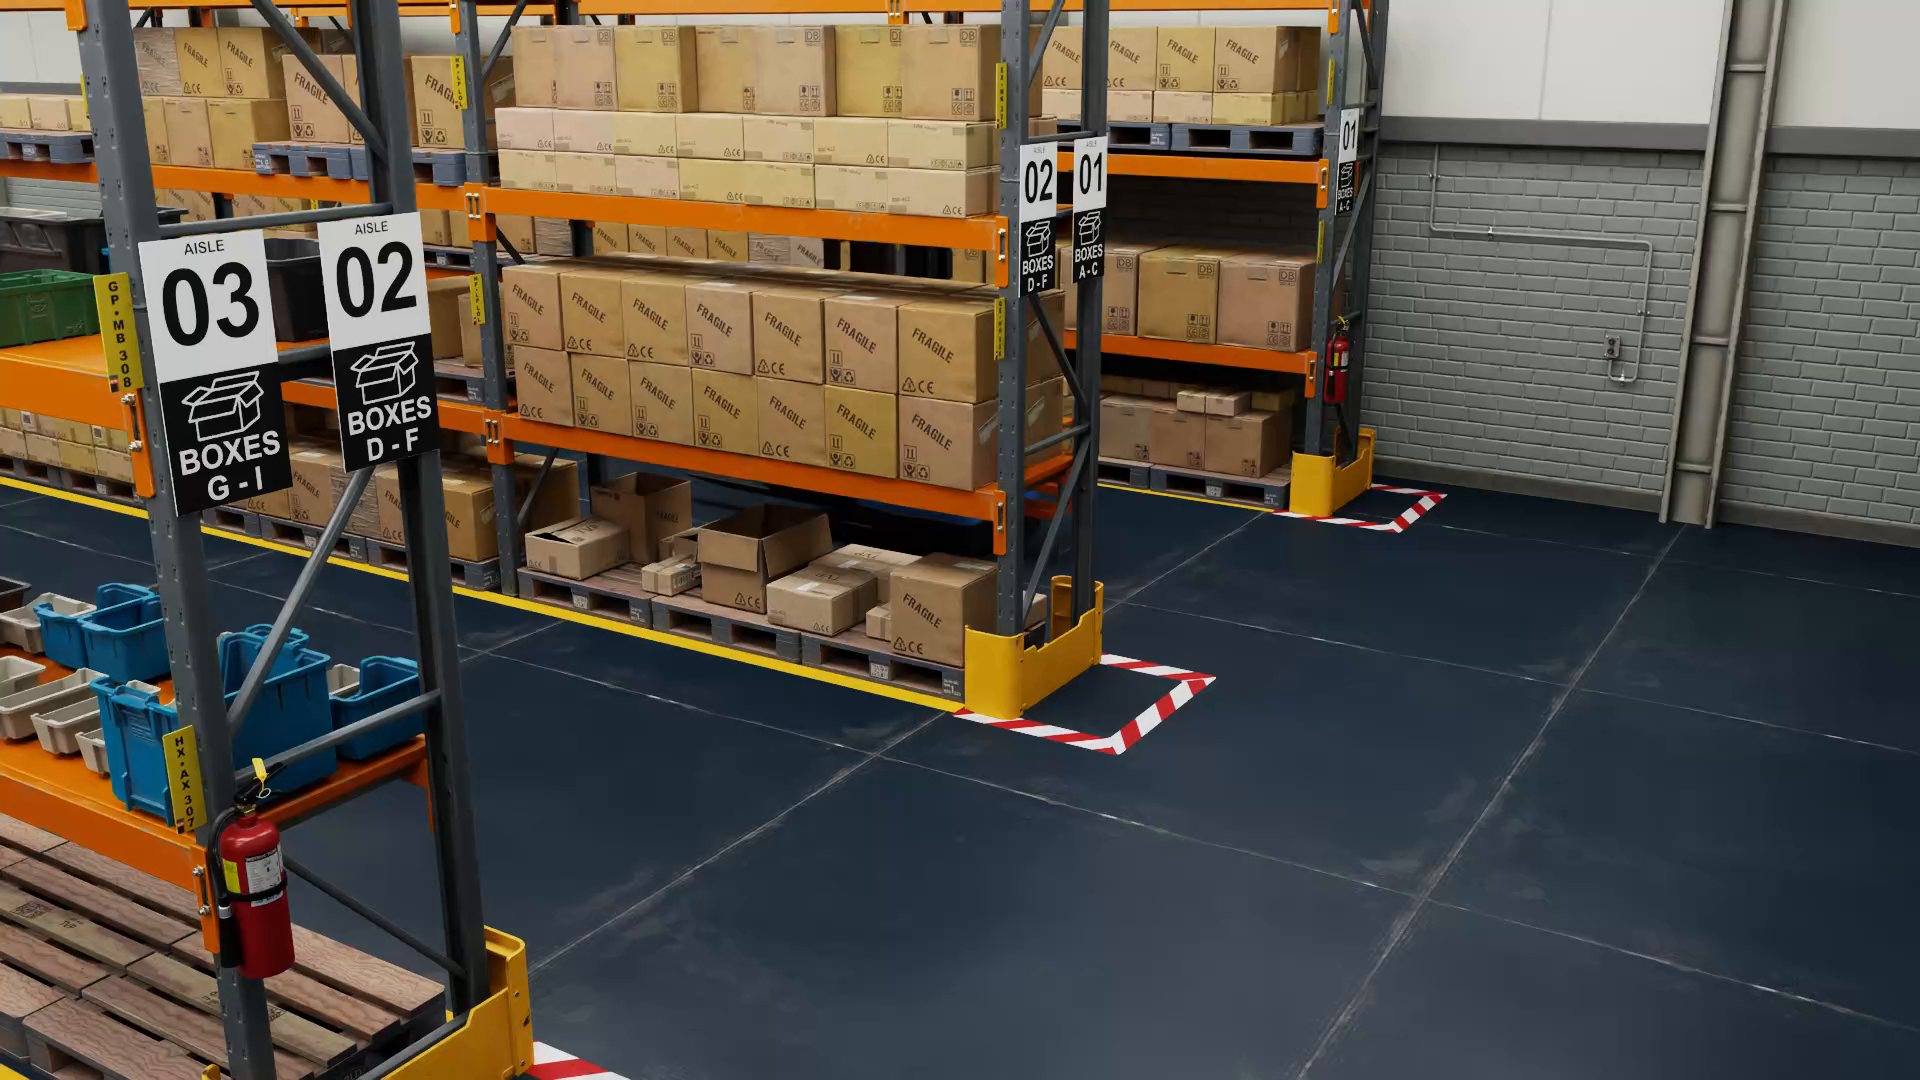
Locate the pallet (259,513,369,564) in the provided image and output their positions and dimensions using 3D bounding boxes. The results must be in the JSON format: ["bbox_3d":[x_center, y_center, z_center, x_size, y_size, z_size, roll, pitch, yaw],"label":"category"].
[{"bbox_3d":[-4.645,-0.132,12.954,1.213,0.211,1.003,10,20,30],"label":"pallet"}]

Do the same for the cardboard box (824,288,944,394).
[{"bbox_3d":[-0.434,-1.161,9.650,0.500,0.500,0.500,11,20,32],"label":"cardboard box"}]

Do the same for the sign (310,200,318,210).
[{"bbox_3d":[-7.393,-3.890,19.037,0.005,0.325,0.100,10,20,30],"label":"sign"}]

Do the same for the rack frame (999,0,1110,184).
[{"bbox_3d":[0.520,-3.429,8.687,0.127,3.000,1.000,10,20,30],"label":"rack frame"}]

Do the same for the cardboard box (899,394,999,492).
[{"bbox_3d":[-0.004,-0.607,9.547,0.500,0.500,0.500,11,20,32],"label":"cardboard box"}]

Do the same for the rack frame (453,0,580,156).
[{"bbox_3d":[-2.888,-4.037,10.690,0.127,3.000,1.000,10,20,30],"label":"rack frame"}]

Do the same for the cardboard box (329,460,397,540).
[{"bbox_3d":[-4.302,-0.339,12.381,0.500,0.500,0.500,10,20,31],"label":"cardboard box"}]

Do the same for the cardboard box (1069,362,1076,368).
[{"bbox_3d":[0.940,-1.522,15.194,0.250,0.149,0.380,9,19,28],"label":"cardboard box"}]

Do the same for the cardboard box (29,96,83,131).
[{"bbox_3d":[-7.169,-3.470,13.519,0.500,0.250,0.500,11,20,32],"label":"cardboard box"}]

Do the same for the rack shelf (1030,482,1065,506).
[{"bbox_3d":[0.590,-0.390,12.333,0.480,0.148,0.258,11,20,33],"label":"rack shelf"}]

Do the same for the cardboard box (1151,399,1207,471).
[{"bbox_3d":[2.034,-0.949,14.422,0.500,0.500,0.700,10,20,30],"label":"cardboard box"}]

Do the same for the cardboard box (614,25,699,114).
[{"bbox_3d":[-1.673,-2.878,10.143,0.500,0.500,0.700,10,20,30],"label":"cardboard box"}]

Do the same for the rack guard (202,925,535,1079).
[{"bbox_3d":[-2.048,1.864,5.884,0.348,0.500,1.175,10,20,30],"label":"rack guard"}]

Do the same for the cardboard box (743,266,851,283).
[{"bbox_3d":[-1.026,-1.450,10.600,0.500,0.500,0.500,10,20,30],"label":"cardboard box"}]

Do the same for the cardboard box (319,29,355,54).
[{"bbox_3d":[-7.384,-5.728,19.489,0.500,0.500,0.500,11,20,31],"label":"cardboard box"}]

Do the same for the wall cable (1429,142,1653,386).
[{"bbox_3d":[4.696,-2.312,13.582,1.851,1.984,0.084,10,20,30],"label":"wall cable"}]

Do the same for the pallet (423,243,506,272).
[{"bbox_3d":[-5.416,-3.202,18.592,1.213,0.211,1.003,10,20,30],"label":"pallet"}]

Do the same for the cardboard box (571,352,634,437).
[{"bbox_3d":[-2.158,-0.993,10.816,0.500,0.500,0.500,11,20,31],"label":"cardboard box"}]

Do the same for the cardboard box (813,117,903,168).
[{"bbox_3d":[-0.477,-2.252,9.372,0.500,0.250,0.500,10,20,30],"label":"cardboard box"}]

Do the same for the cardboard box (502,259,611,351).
[{"bbox_3d":[-2.634,-1.552,10.937,0.500,0.500,0.500,11,20,31],"label":"cardboard box"}]

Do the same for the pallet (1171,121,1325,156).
[{"bbox_3d":[2.472,-3.289,13.540,1.213,0.211,1.003,10,20,30],"label":"pallet"}]

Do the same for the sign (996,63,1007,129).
[{"bbox_3d":[0.213,-2.283,8.552,0.005,0.325,0.100,10,20,30],"label":"sign"}]

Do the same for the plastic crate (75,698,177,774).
[{"bbox_3d":[-2.865,0.686,5.813,0.243,0.136,0.396,10,20,30],"label":"plastic crate"}]

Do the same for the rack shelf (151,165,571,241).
[{"bbox_3d":[-4.592,-2.562,12.232,4.000,0.370,1.077,10,20,30],"label":"rack shelf"}]

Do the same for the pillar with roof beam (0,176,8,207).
[{"bbox_3d":[-16.841,-7.044,20.589,0.400,9.000,9.100,10,20,30],"label":"pillar with roof beam"}]

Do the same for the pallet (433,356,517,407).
[{"bbox_3d":[-3.512,-1.224,12.079,1.213,0.211,1.003,10,20,30],"label":"pallet"}]

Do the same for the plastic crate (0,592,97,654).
[{"bbox_3d":[-3.842,0.347,6.928,0.466,0.136,0.293,10,20,30],"label":"plastic crate"}]

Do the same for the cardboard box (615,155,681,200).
[{"bbox_3d":[-1.754,-2.242,10.198,0.500,0.250,0.500,10,20,30],"label":"cardboard box"}]

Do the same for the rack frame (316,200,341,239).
[{"bbox_3d":[-7.116,-3.611,19.609,0.127,3.000,1.000,10,20,30],"label":"rack frame"}]

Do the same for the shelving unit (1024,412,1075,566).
[{"bbox_3d":[0.590,-0.455,12.314,0.503,1.200,0.258,11,20,33],"label":"shelving unit"}]

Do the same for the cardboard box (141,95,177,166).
[{"bbox_3d":[-5.907,-3.200,12.924,0.500,0.500,0.910,10,20,30],"label":"cardboard box"}]

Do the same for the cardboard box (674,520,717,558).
[{"bbox_3d":[-1.615,0.040,11.459,0.500,0.311,0.500,10,20,30],"label":"cardboard box"}]

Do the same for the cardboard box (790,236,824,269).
[{"bbox_3d":[-1.264,-2.677,15.815,0.500,0.500,0.500,10,20,31],"label":"cardboard box"}]

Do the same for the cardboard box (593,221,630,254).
[{"bbox_3d":[-3.427,-3.065,17.093,0.500,0.500,0.500,11,20,32],"label":"cardboard box"}]

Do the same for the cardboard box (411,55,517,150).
[{"bbox_3d":[-3.279,-2.994,11.348,0.600,0.600,0.600,8,19,25],"label":"cardboard box"}]

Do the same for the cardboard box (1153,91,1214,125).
[{"bbox_3d":[1.903,-3.523,13.520,0.500,0.250,0.500,9,19,28],"label":"cardboard box"}]

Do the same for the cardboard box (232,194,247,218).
[{"bbox_3d":[-8.532,-4.057,20.010,0.500,0.500,0.500,9,19,28],"label":"cardboard box"}]

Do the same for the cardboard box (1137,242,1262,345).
[{"bbox_3d":[2.044,-2.113,14.159,0.700,0.700,0.980,10,20,30],"label":"cardboard box"}]

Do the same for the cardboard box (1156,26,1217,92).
[{"bbox_3d":[1.922,-3.880,13.405,0.500,0.500,0.500,11,20,32],"label":"cardboard box"}]

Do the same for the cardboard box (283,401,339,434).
[{"bbox_3d":[-5.327,-1.057,13.454,0.500,0.250,0.500,11,20,32],"label":"cardboard box"}]

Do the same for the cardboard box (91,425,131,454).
[{"bbox_3d":[-6.872,-0.948,13.884,0.500,0.311,0.500,11,20,31],"label":"cardboard box"}]

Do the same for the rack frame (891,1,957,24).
[{"bbox_3d":[-0.299,-5.265,14.731,0.127,3.000,1.000,10,20,30],"label":"rack frame"}]

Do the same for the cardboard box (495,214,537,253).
[{"bbox_3d":[-4.603,-3.409,18.012,0.500,0.500,0.700,8,19,25],"label":"cardboard box"}]

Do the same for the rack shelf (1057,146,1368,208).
[{"bbox_3d":[1.405,-3.181,14.270,4.000,0.370,1.077,10,20,30],"label":"rack shelf"}]

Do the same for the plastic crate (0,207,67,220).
[{"bbox_3d":[-3.802,-1.124,6.465,0.530,0.282,0.437,10,20,30],"label":"plastic crate"}]

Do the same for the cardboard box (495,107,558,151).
[{"bbox_3d":[-2.604,-2.634,10.629,0.500,0.250,0.500,10,20,30],"label":"cardboard box"}]

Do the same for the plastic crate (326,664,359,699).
[{"bbox_3d":[-2.343,0.577,6.172,0.298,0.136,0.250,10,20,30],"label":"plastic crate"}]

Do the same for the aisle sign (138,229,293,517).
[{"bbox_3d":[-2.167,-0.493,4.870,0.004,0.787,0.394,10,20,30],"label":"aisle sign"}]

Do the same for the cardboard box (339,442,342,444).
[{"bbox_3d":[-4.486,-0.549,13.070,0.500,0.500,0.500,9,19,28],"label":"cardboard box"}]

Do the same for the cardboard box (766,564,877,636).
[{"bbox_3d":[-0.866,0.373,10.466,0.500,0.250,0.500,10,20,30],"label":"cardboard box"}]

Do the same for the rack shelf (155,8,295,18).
[{"bbox_3d":[-8.820,-6.440,19.844,4.000,0.370,1.077,10,20,30],"label":"rack shelf"}]

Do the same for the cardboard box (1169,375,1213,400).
[{"bbox_3d":[2.027,-1.329,14.556,0.250,0.149,0.380,10,20,31],"label":"cardboard box"}]

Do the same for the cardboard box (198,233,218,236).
[{"bbox_3d":[-8.964,-3.773,20.364,0.500,0.250,0.500,10,20,31],"label":"cardboard box"}]

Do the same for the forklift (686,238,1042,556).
[{"bbox_3d":[-0.868,-1.577,13.030,3.031,2.935,1.130,11,20,33],"label":"forklift"}]

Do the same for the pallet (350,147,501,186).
[{"bbox_3d":[-3.407,-2.629,11.537,1.003,0.211,1.213,10,20,30],"label":"pallet"}]
